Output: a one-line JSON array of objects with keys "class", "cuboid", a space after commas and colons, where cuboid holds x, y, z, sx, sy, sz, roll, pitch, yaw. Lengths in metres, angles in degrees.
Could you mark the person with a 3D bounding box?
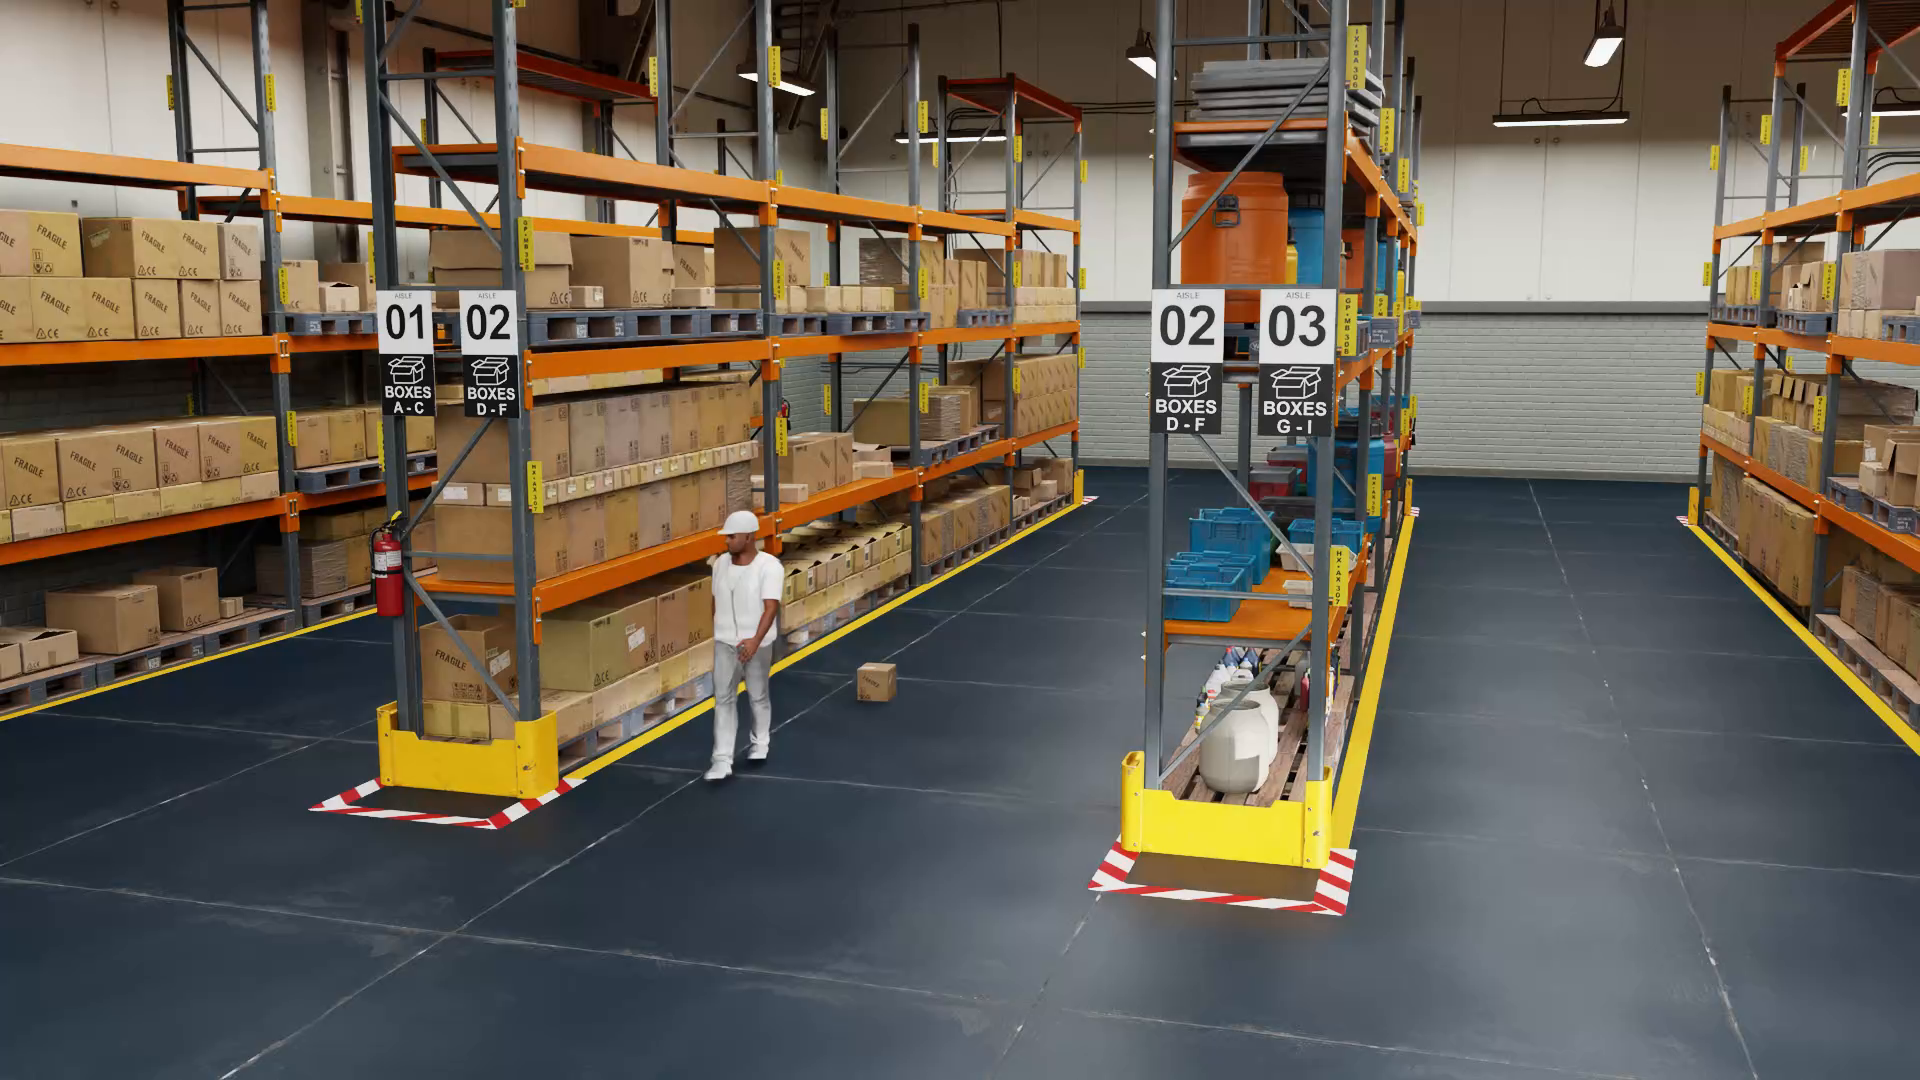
[{"class": "person", "cuboid": [-1.464, 0.677, 10.992, 0.564, 1.718, 0.933, 2, 8, 13]}]
